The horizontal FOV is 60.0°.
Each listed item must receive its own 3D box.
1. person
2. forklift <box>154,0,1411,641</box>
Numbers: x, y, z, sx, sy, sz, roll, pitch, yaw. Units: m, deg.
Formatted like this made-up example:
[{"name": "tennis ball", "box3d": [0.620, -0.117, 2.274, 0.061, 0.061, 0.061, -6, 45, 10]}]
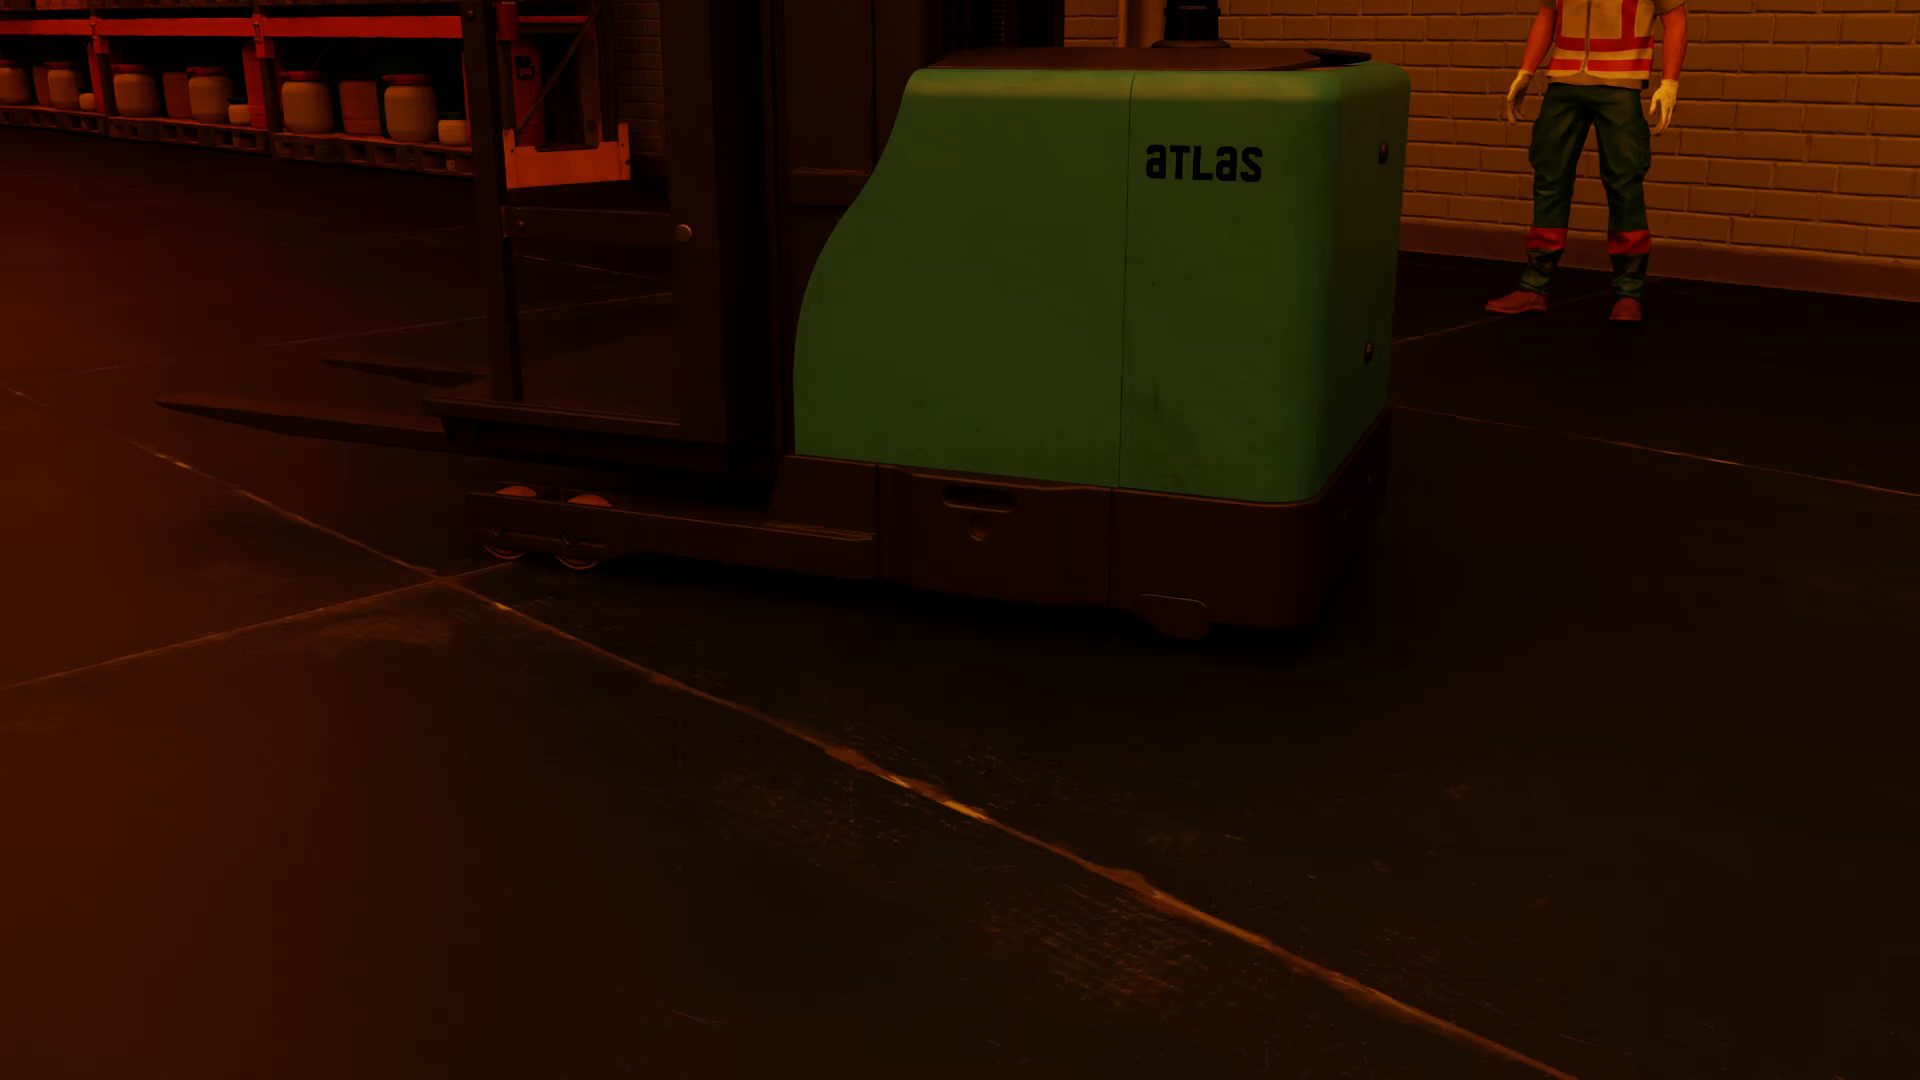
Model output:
[{"name": "person", "box3d": [2.532, -1.788, 6.678, 0.672, 1.781, 0.470, 15, 22, 40]}, {"name": "forklift", "box3d": [-0.563, -1.469, 3.684, 3.031, 2.935, 1.130, 7, 18, 21]}]
